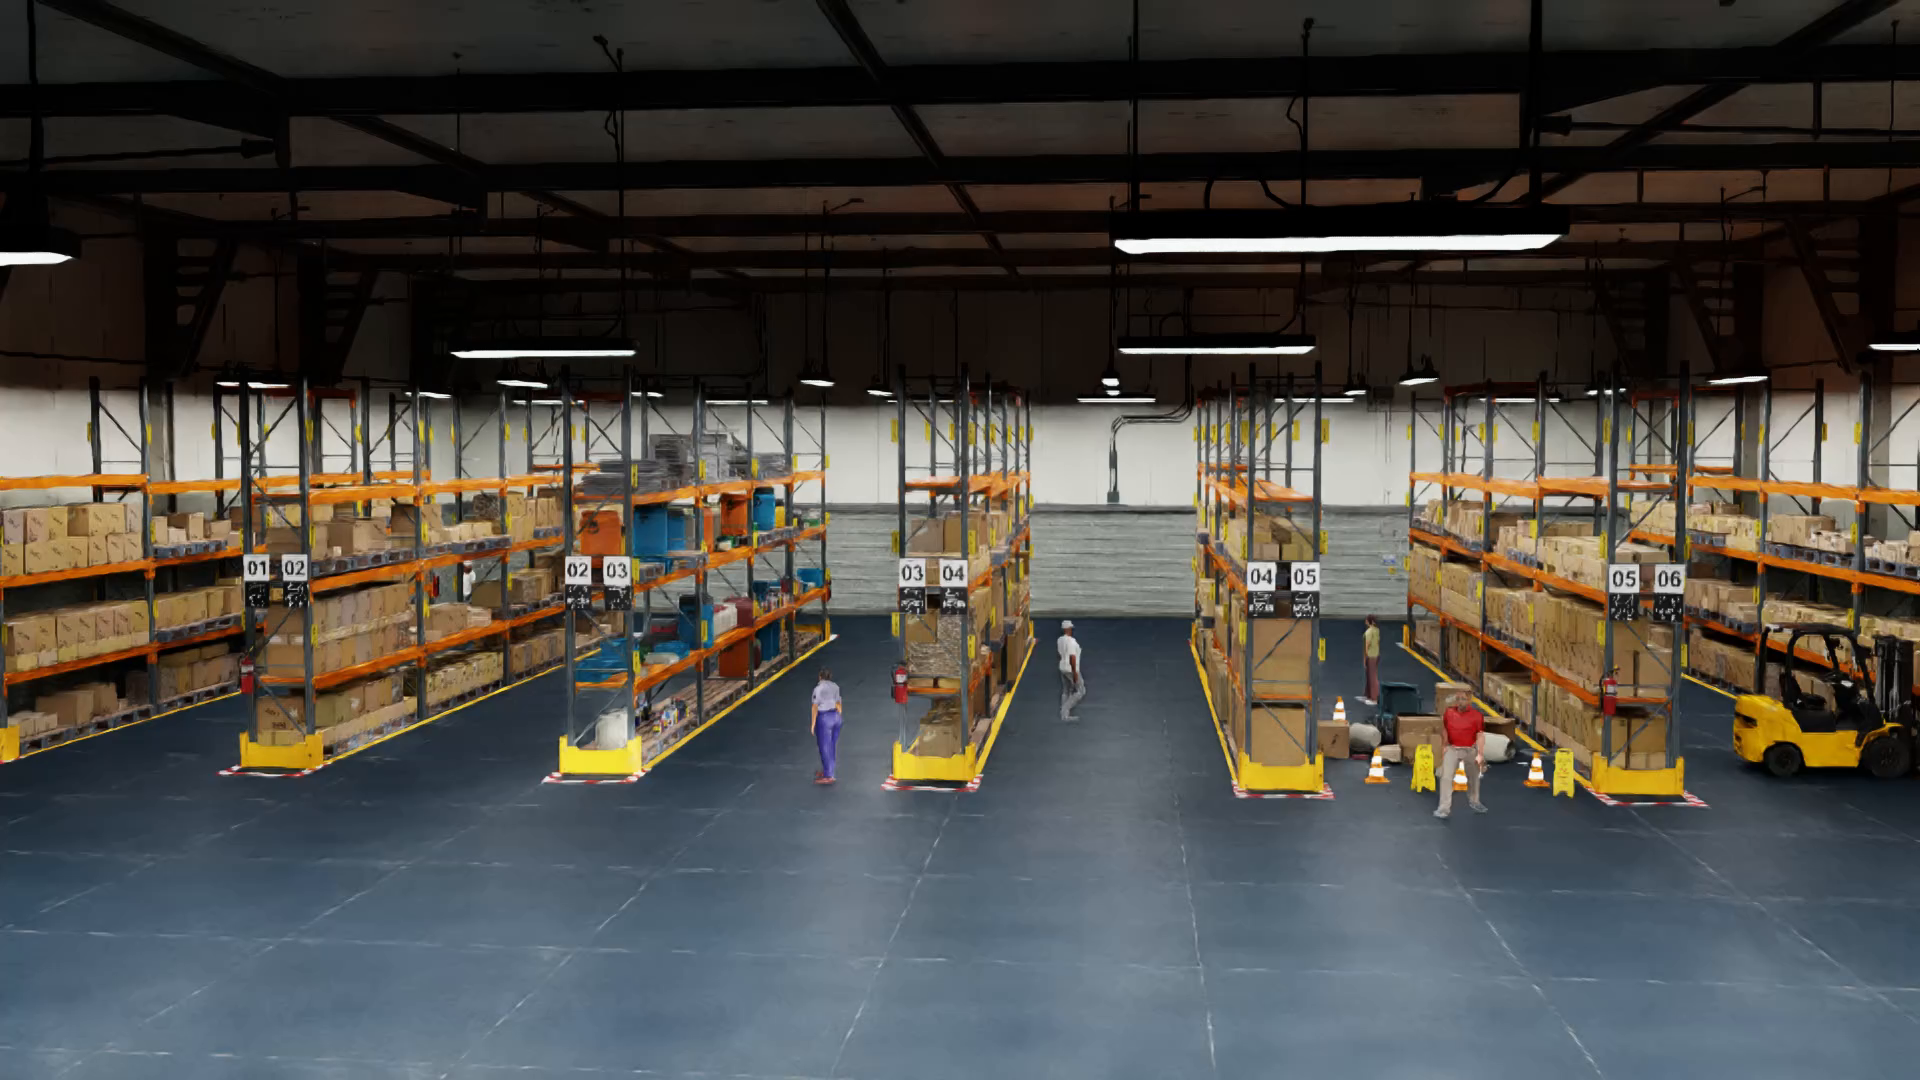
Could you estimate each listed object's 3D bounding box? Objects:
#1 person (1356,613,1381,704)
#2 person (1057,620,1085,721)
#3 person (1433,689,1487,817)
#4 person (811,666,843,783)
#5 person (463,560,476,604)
[{"bbox_3d":[7.573,2.178,30.767,0.564,1.666,0.561,3,4,35],"label":"person"},{"bbox_3d":[1.889,2.269,28.819,0.457,1.762,0.606,-1,4,-21],"label":"person"},{"bbox_3d":[6.551,2.769,21.720,0.586,1.677,0.967,2,4,29],"label":"person"},{"bbox_3d":[-1.949,2.632,23.964,0.554,1.643,0.598,3,5,37],"label":"person"},{"bbox_3d":[-12.549,1.374,42.486,0.541,1.779,0.731,3,5,42],"label":"person"}]
